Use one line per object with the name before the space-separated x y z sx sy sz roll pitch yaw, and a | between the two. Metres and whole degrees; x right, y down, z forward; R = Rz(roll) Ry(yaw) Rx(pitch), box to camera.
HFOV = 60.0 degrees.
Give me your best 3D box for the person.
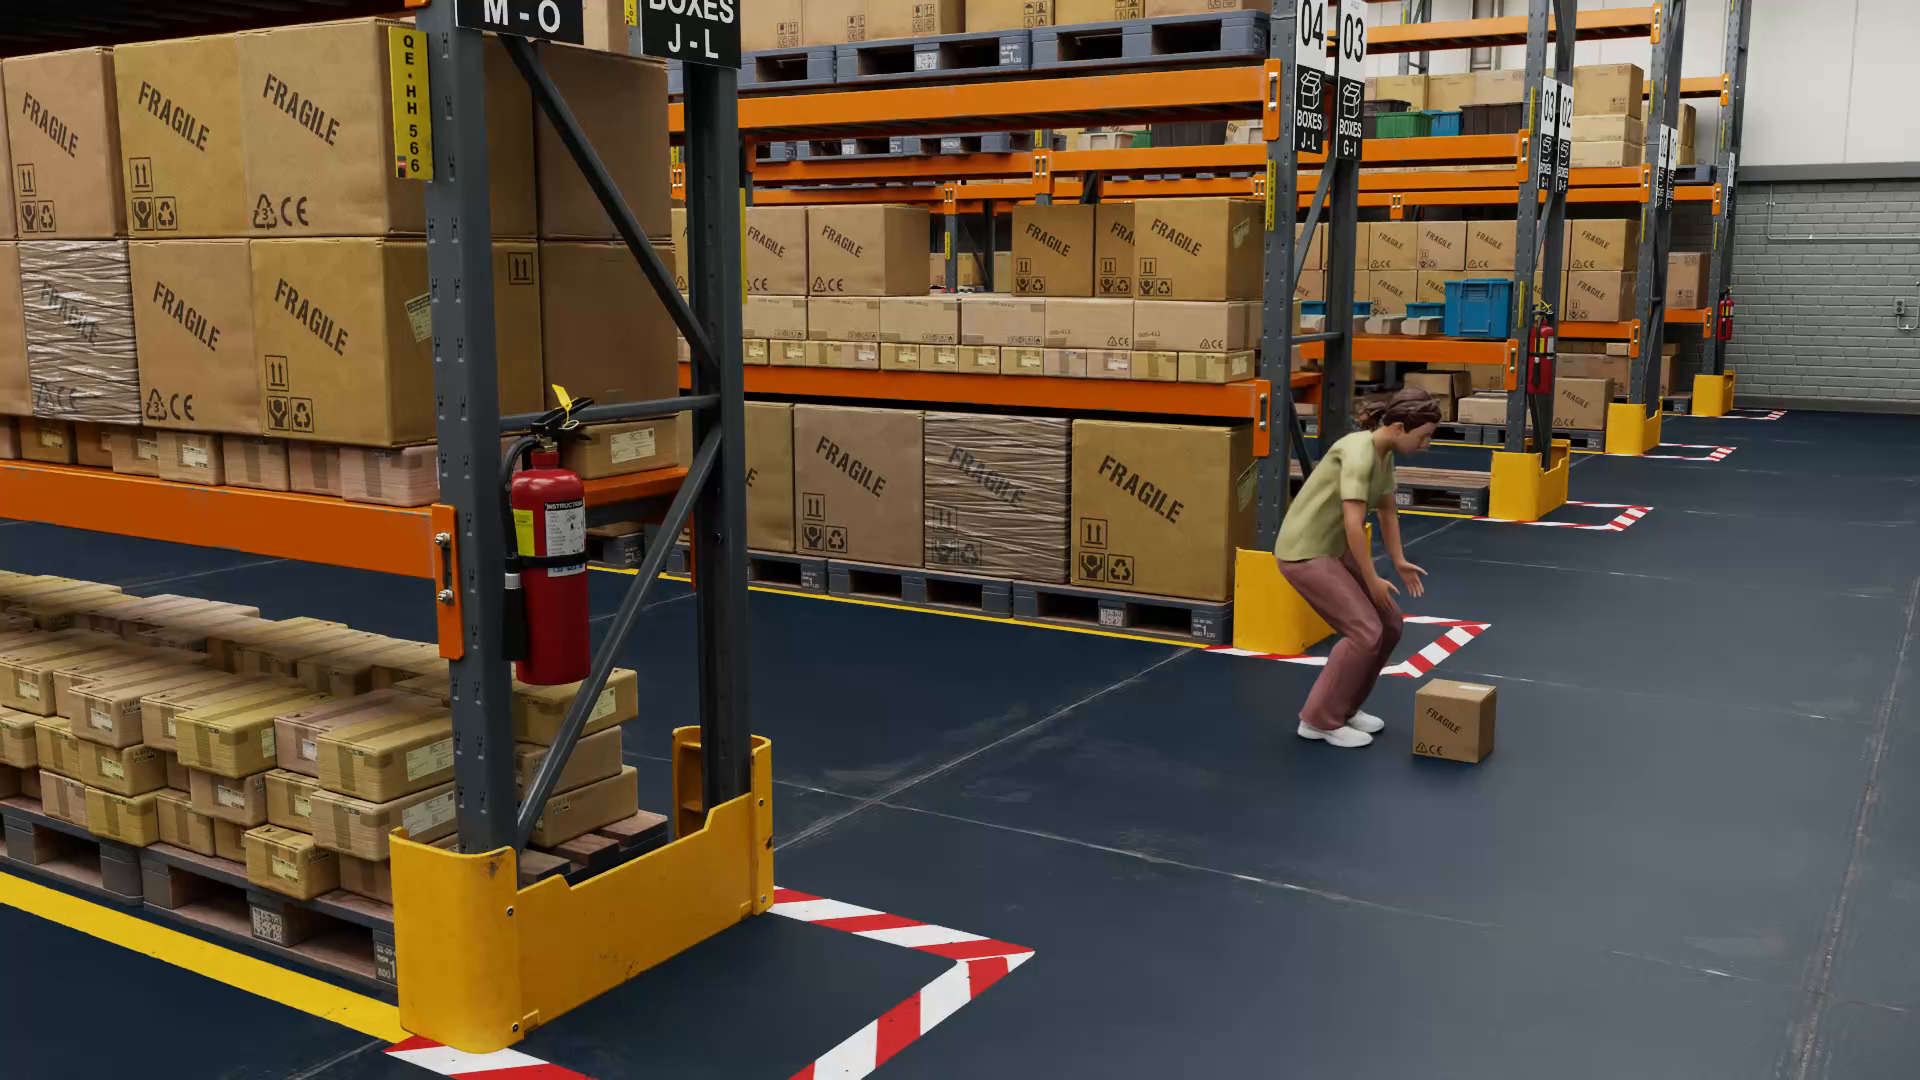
person | 1.585 0.091 6.645 0.615 1.418 0.508 6 11 31
